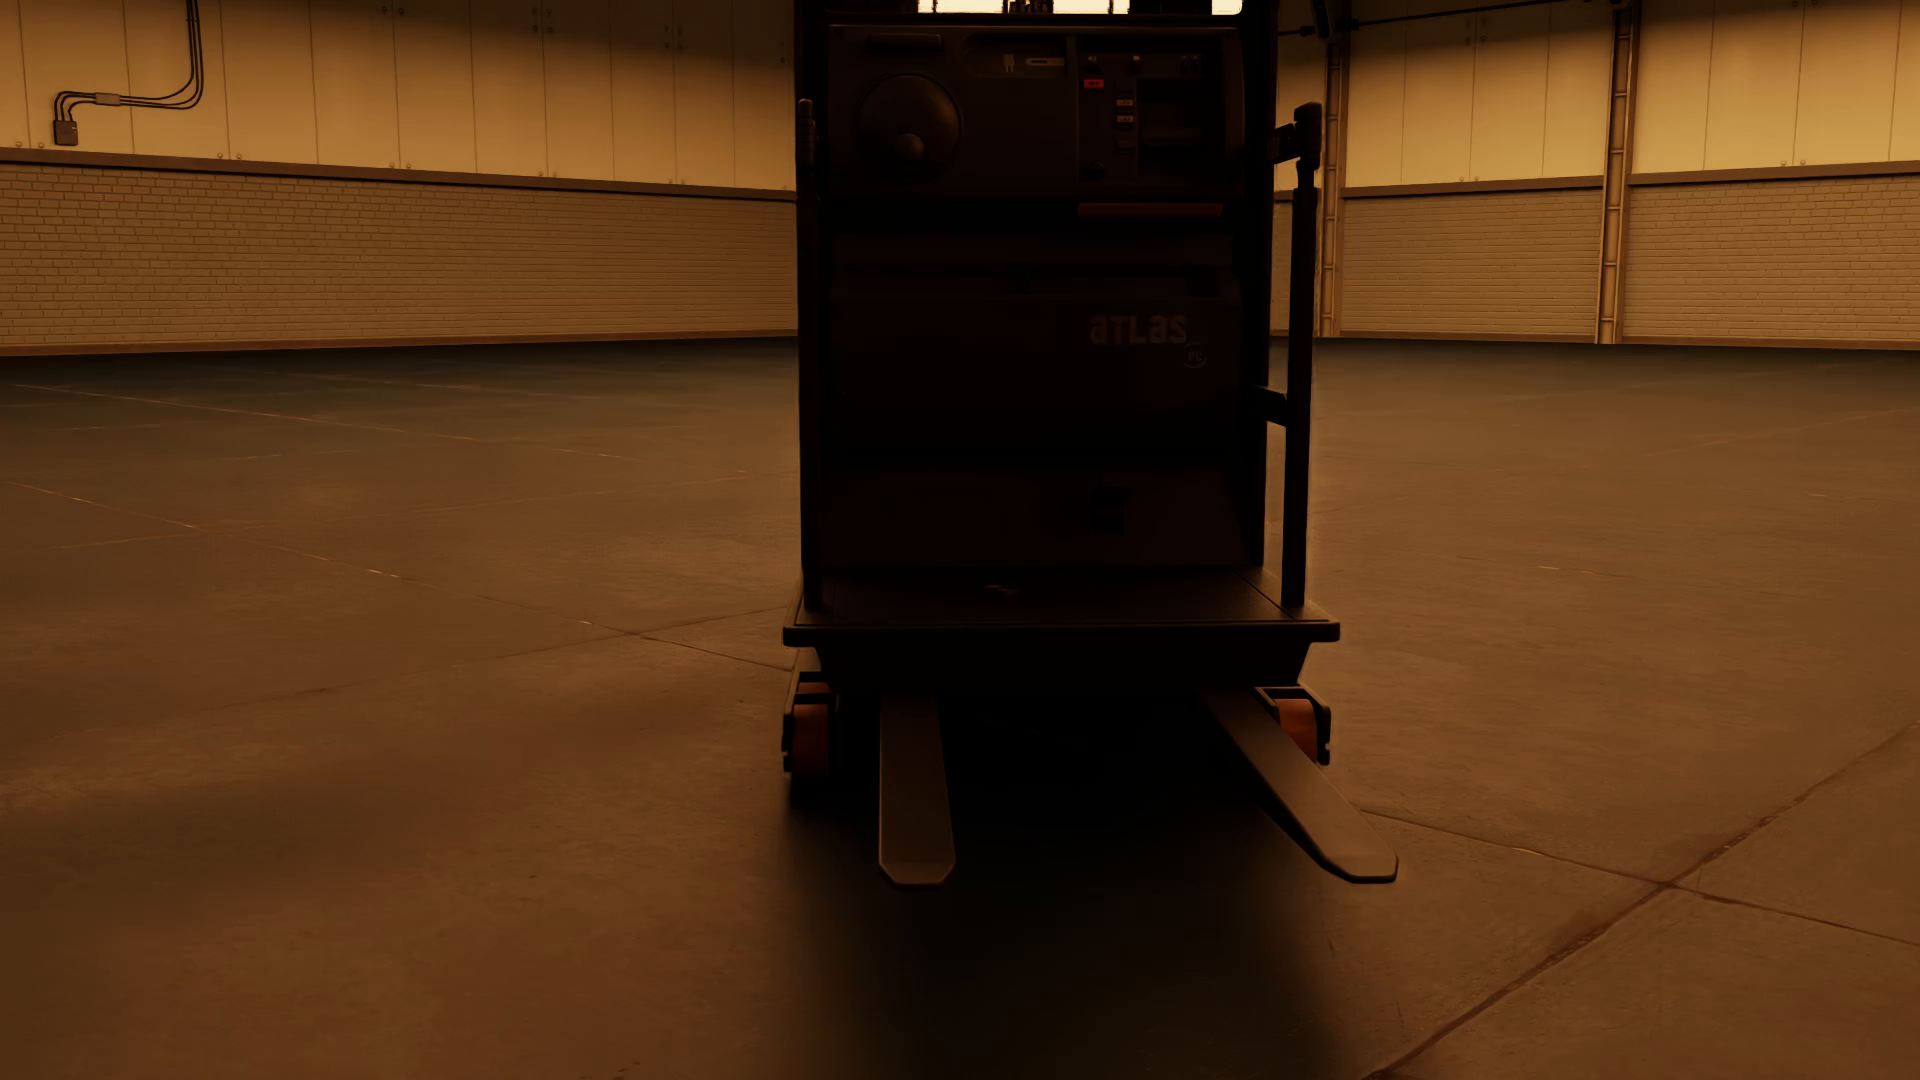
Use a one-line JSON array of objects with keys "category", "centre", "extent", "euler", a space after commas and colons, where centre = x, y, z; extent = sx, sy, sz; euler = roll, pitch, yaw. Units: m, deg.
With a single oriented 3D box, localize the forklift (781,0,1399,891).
[{"category": "forklift", "centre": [0.182, -1.000, 3.515], "extent": [1.130, 2.935, 3.031], "euler": [0, 9, -3]}]
